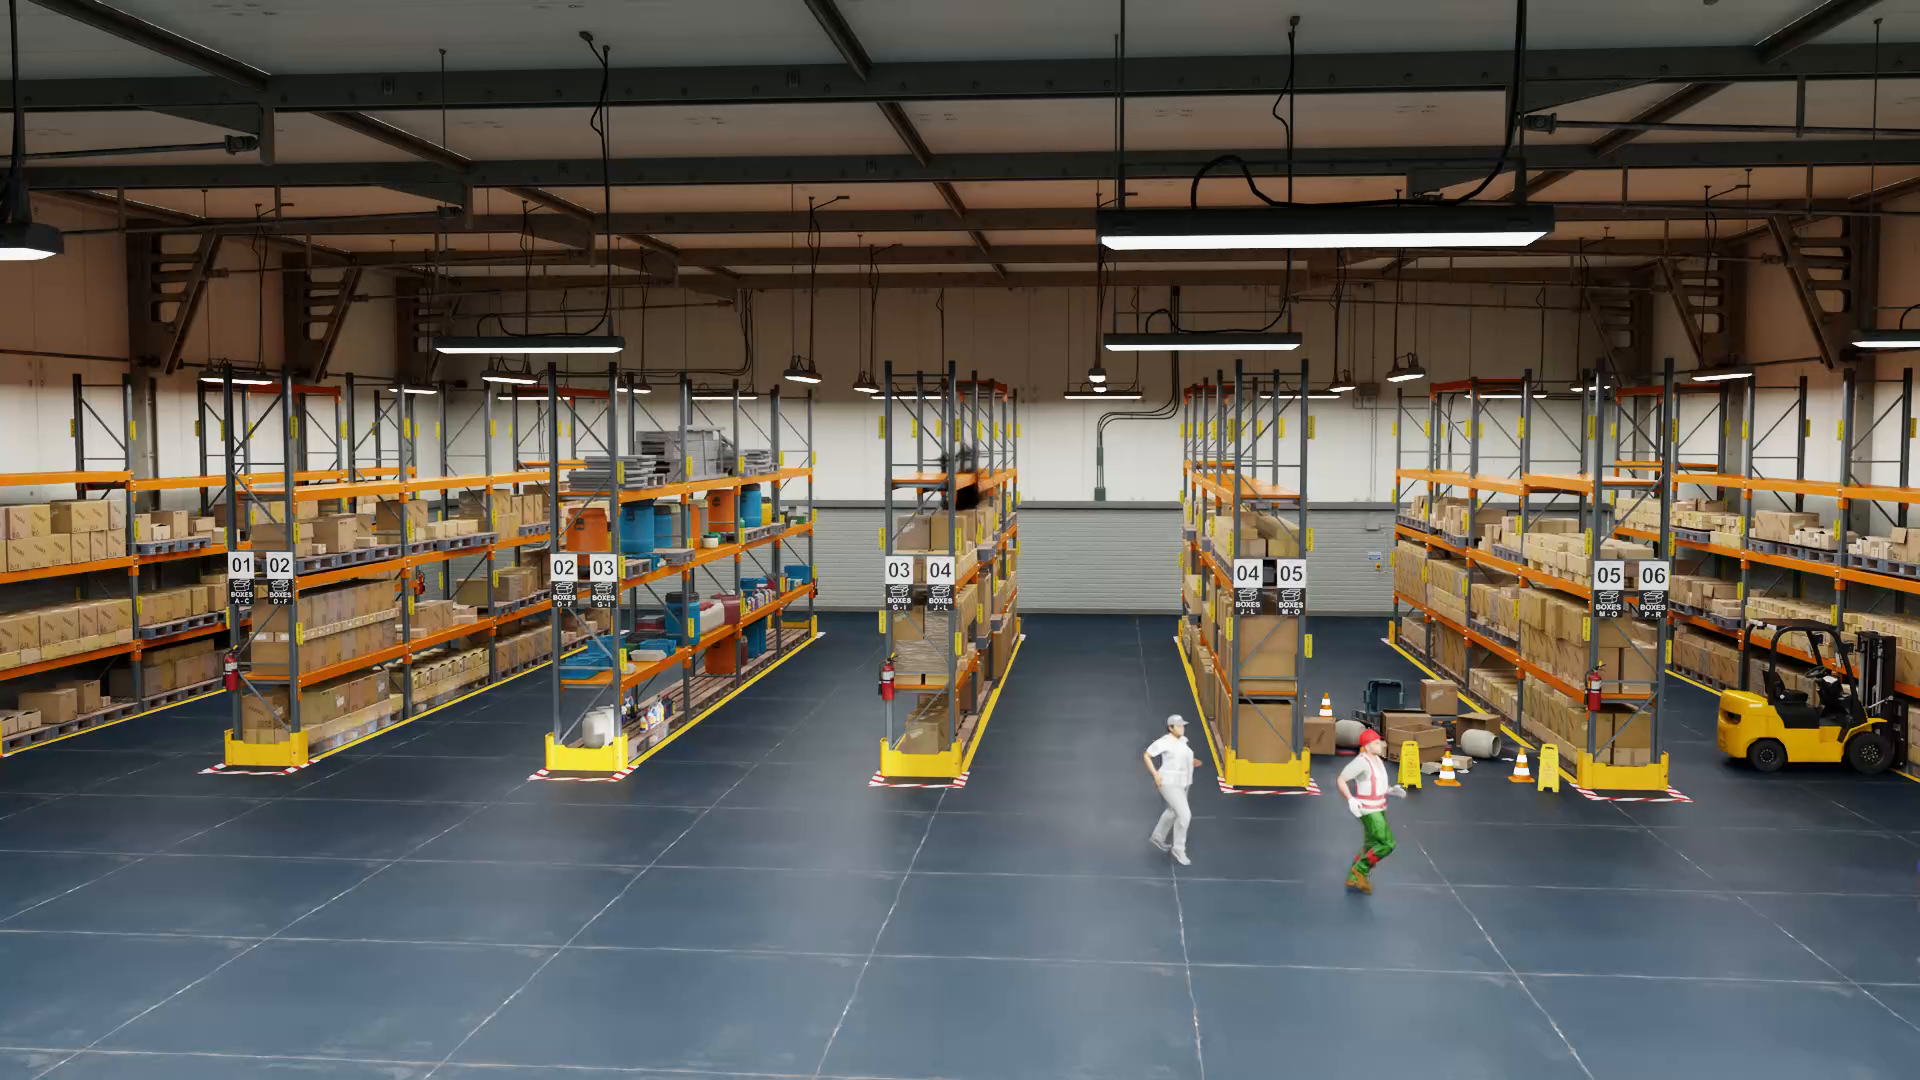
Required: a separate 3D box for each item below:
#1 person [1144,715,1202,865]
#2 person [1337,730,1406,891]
[{"bbox_3d":[2.502,2.900,19.443,0.750,1.729,0.577,3,5,41],"label":"person"},{"bbox_3d":[4.478,2.926,17.950,0.650,1.743,0.646,3,5,36],"label":"person"}]
